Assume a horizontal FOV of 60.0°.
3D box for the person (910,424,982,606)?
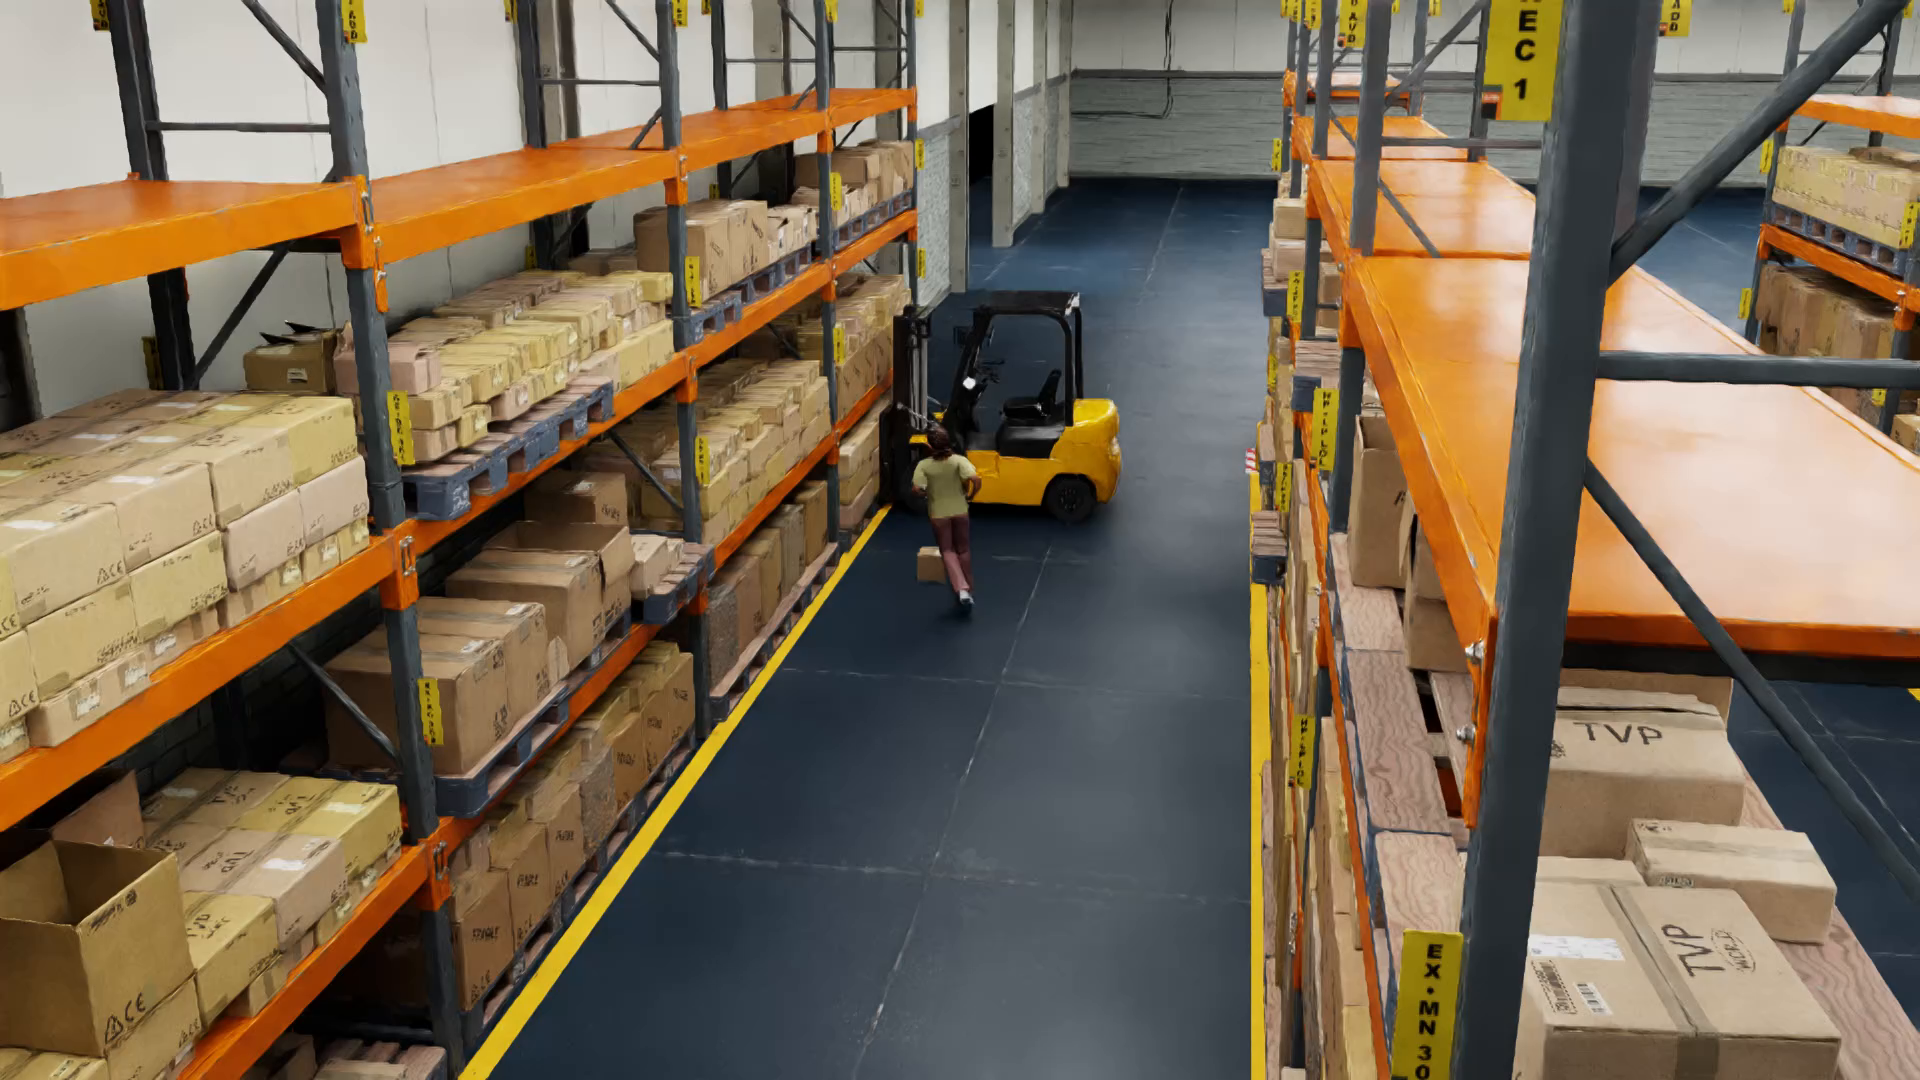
[{"bbox_3d":[-0.143,-0.215,14.183,0.597,1.635,0.745,-3,18,-10],"label":"person"}]
